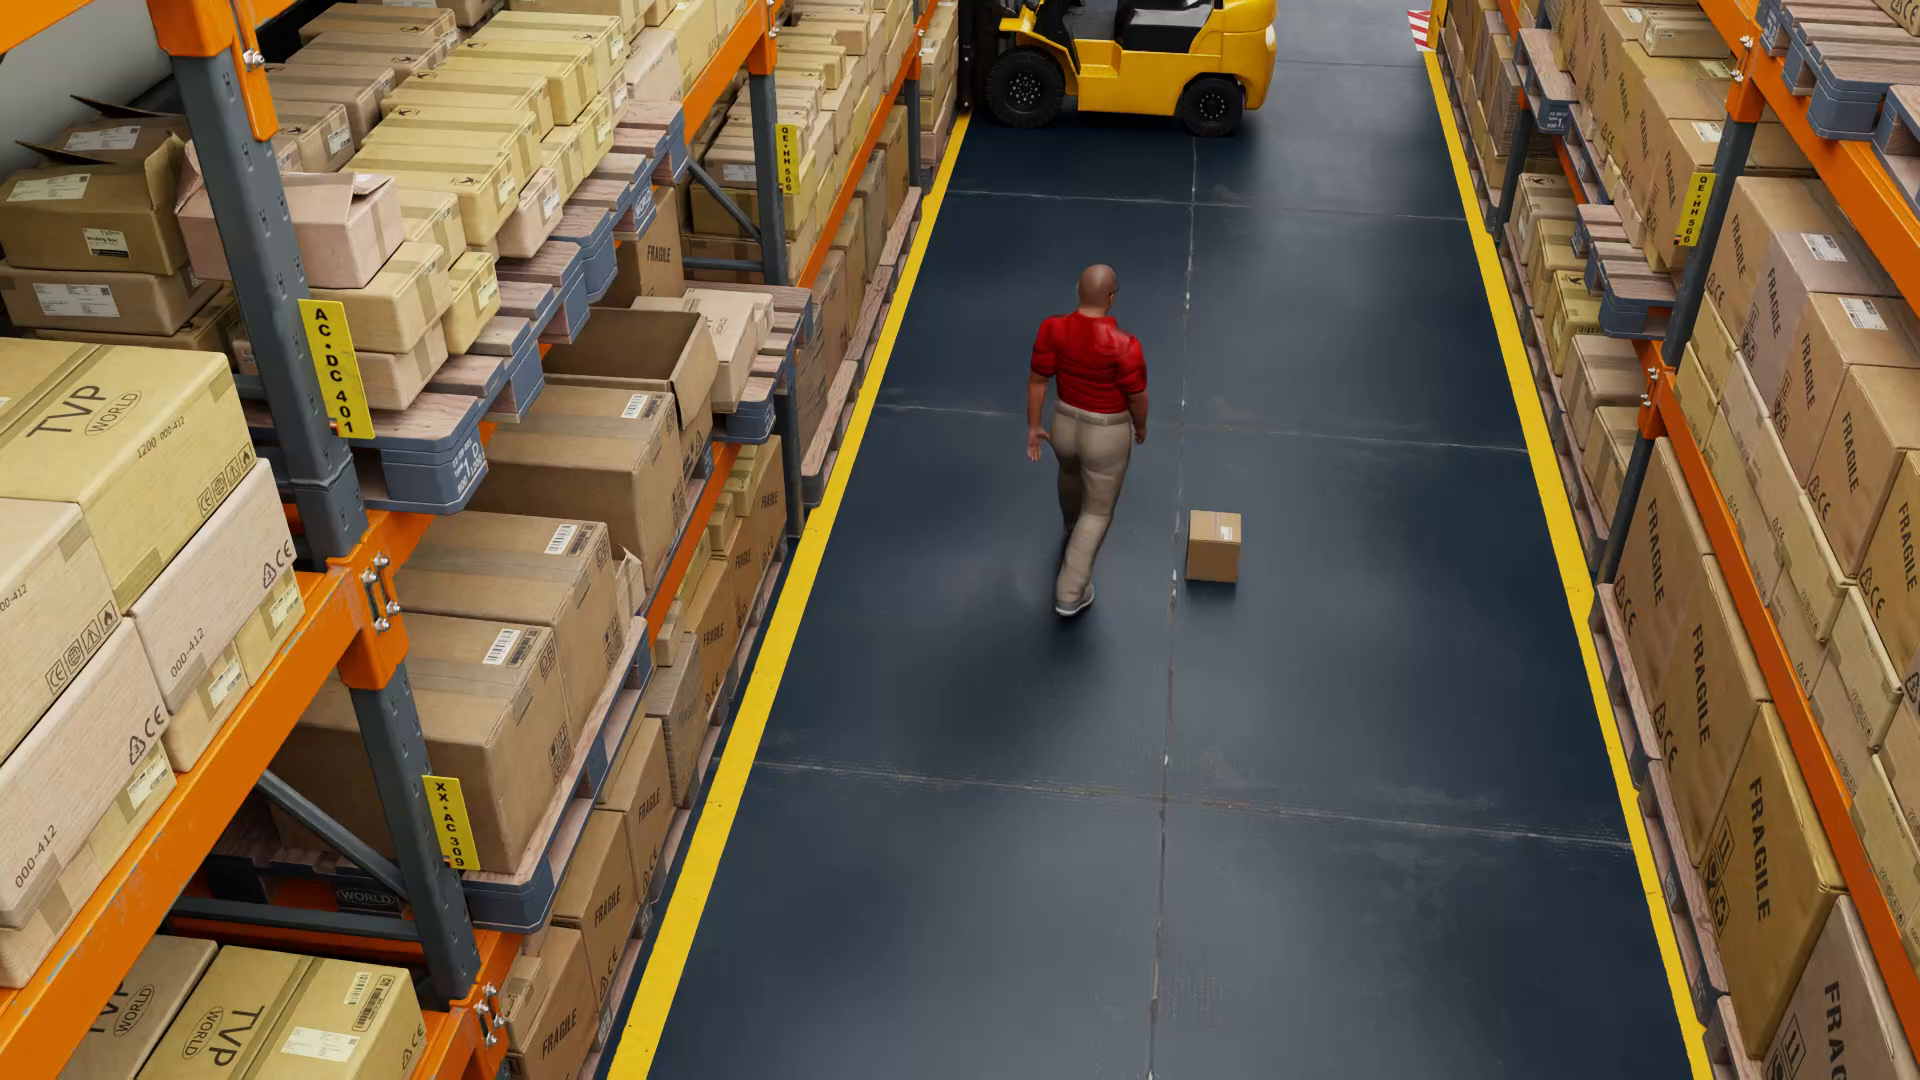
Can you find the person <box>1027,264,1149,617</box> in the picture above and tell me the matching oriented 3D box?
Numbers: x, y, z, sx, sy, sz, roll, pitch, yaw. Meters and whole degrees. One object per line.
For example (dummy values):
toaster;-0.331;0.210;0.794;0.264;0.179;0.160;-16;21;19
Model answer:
person;0.633;-0.563;7.833;0.590;1.671;0.967;25;43;30
